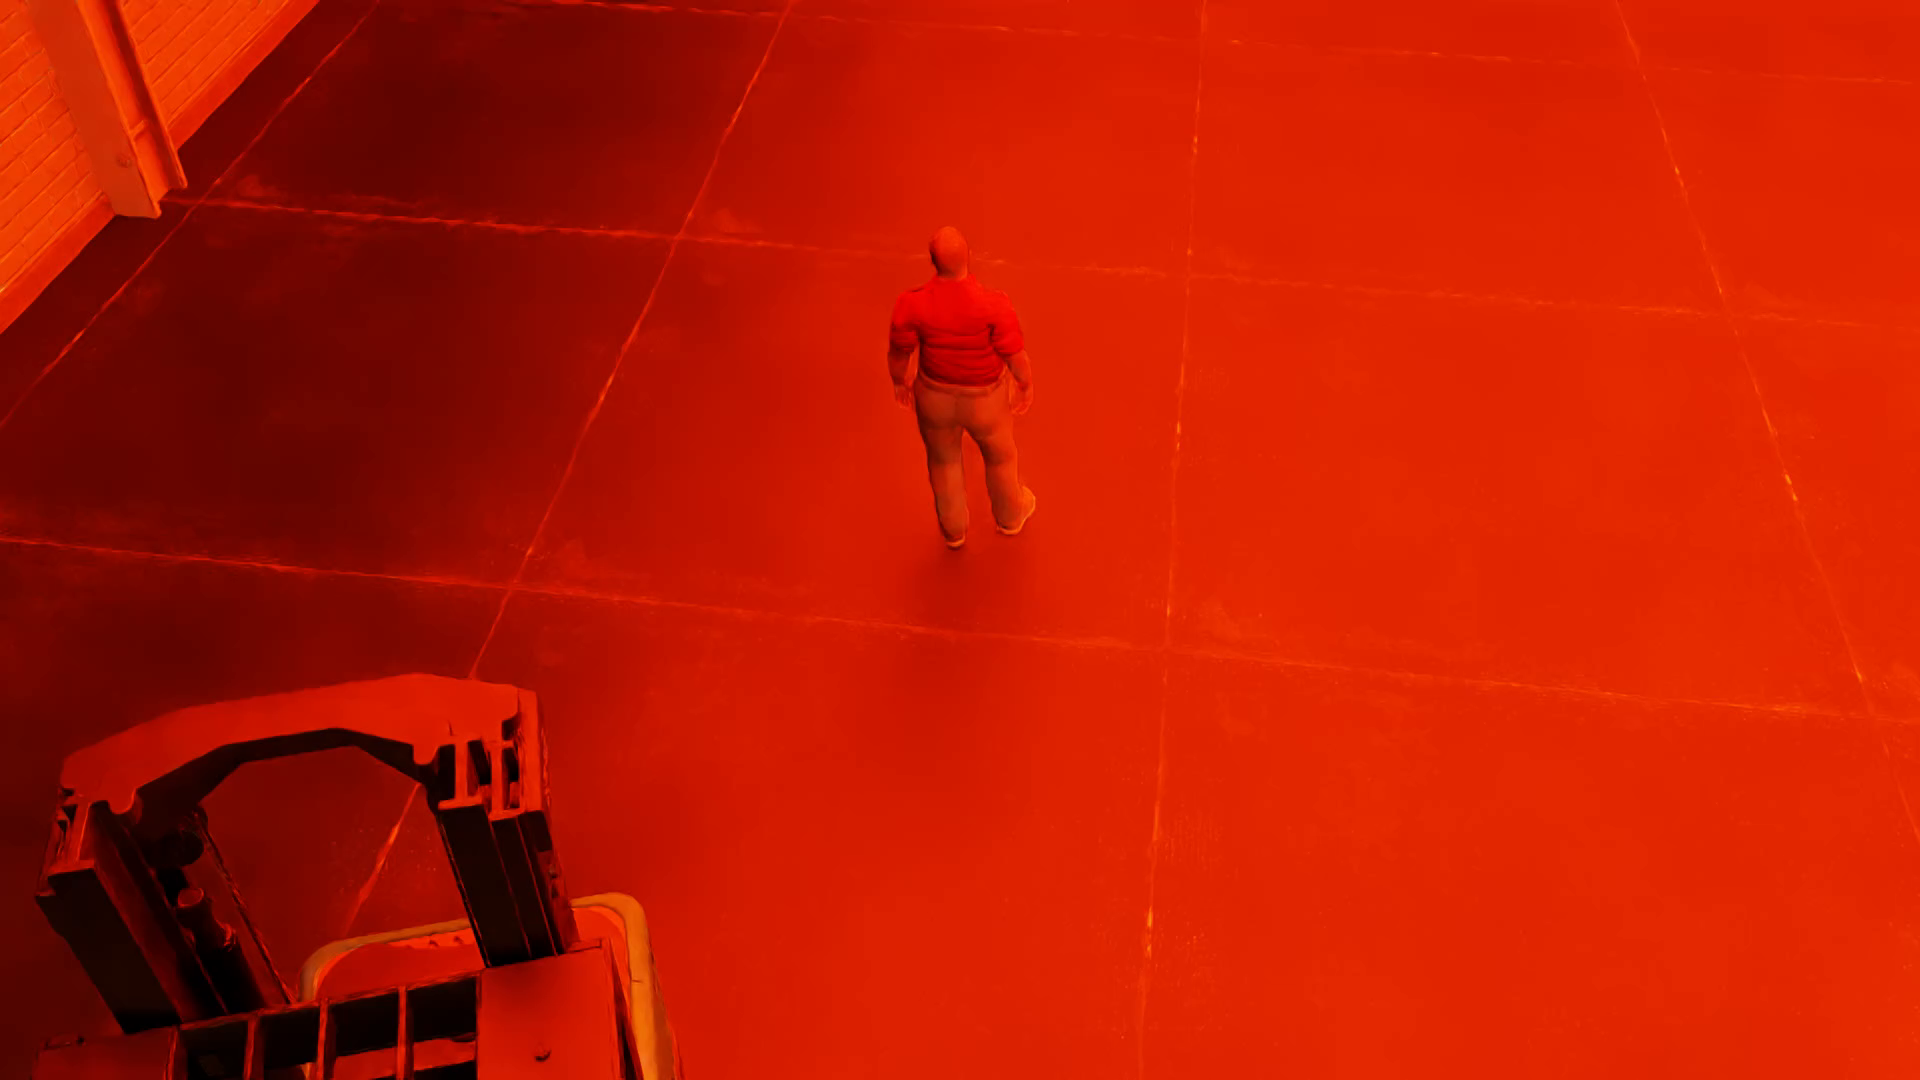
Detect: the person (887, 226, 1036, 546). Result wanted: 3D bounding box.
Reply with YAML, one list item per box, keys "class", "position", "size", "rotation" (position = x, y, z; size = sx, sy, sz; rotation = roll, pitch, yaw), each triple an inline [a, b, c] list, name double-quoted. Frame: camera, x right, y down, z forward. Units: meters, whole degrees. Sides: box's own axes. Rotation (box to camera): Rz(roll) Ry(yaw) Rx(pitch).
- class: "person"
  position: [0.024, -0.701, 7.365]
  size: [0.640, 1.727, 0.550]
  rotation: [5, 43, 6]

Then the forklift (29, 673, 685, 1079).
- class: "forklift"
  position: [-1.166, 1.833, 3.729]
  size: [1.130, 2.935, 3.031]
  rotation: [-8, 43, -9]
